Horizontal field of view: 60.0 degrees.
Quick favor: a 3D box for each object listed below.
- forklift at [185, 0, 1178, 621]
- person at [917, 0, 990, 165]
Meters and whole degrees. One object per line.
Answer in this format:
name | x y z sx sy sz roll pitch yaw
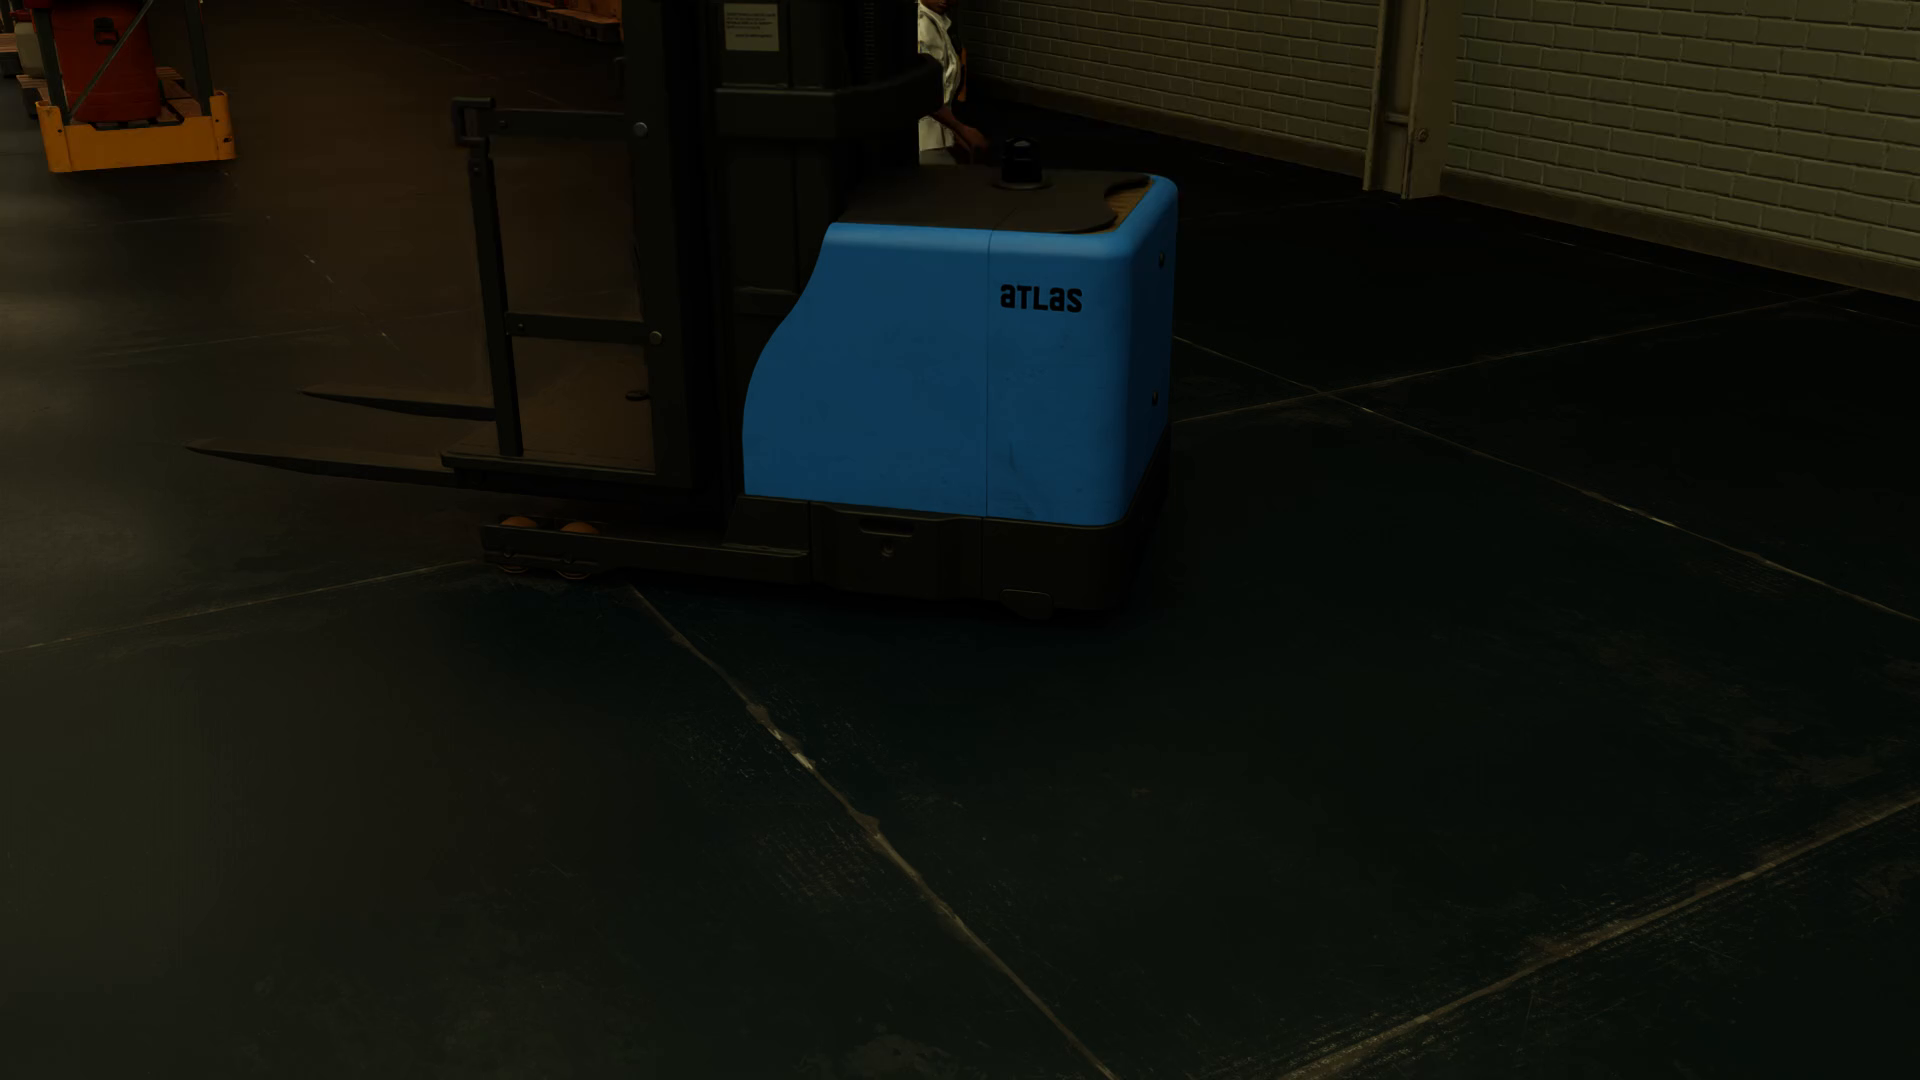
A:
forklift | -0.910 -1.426 4.748 3.031 2.935 1.130 6 23 13
person | -0.094 -1.614 6.948 0.489 1.633 0.661 -3 22 -6
